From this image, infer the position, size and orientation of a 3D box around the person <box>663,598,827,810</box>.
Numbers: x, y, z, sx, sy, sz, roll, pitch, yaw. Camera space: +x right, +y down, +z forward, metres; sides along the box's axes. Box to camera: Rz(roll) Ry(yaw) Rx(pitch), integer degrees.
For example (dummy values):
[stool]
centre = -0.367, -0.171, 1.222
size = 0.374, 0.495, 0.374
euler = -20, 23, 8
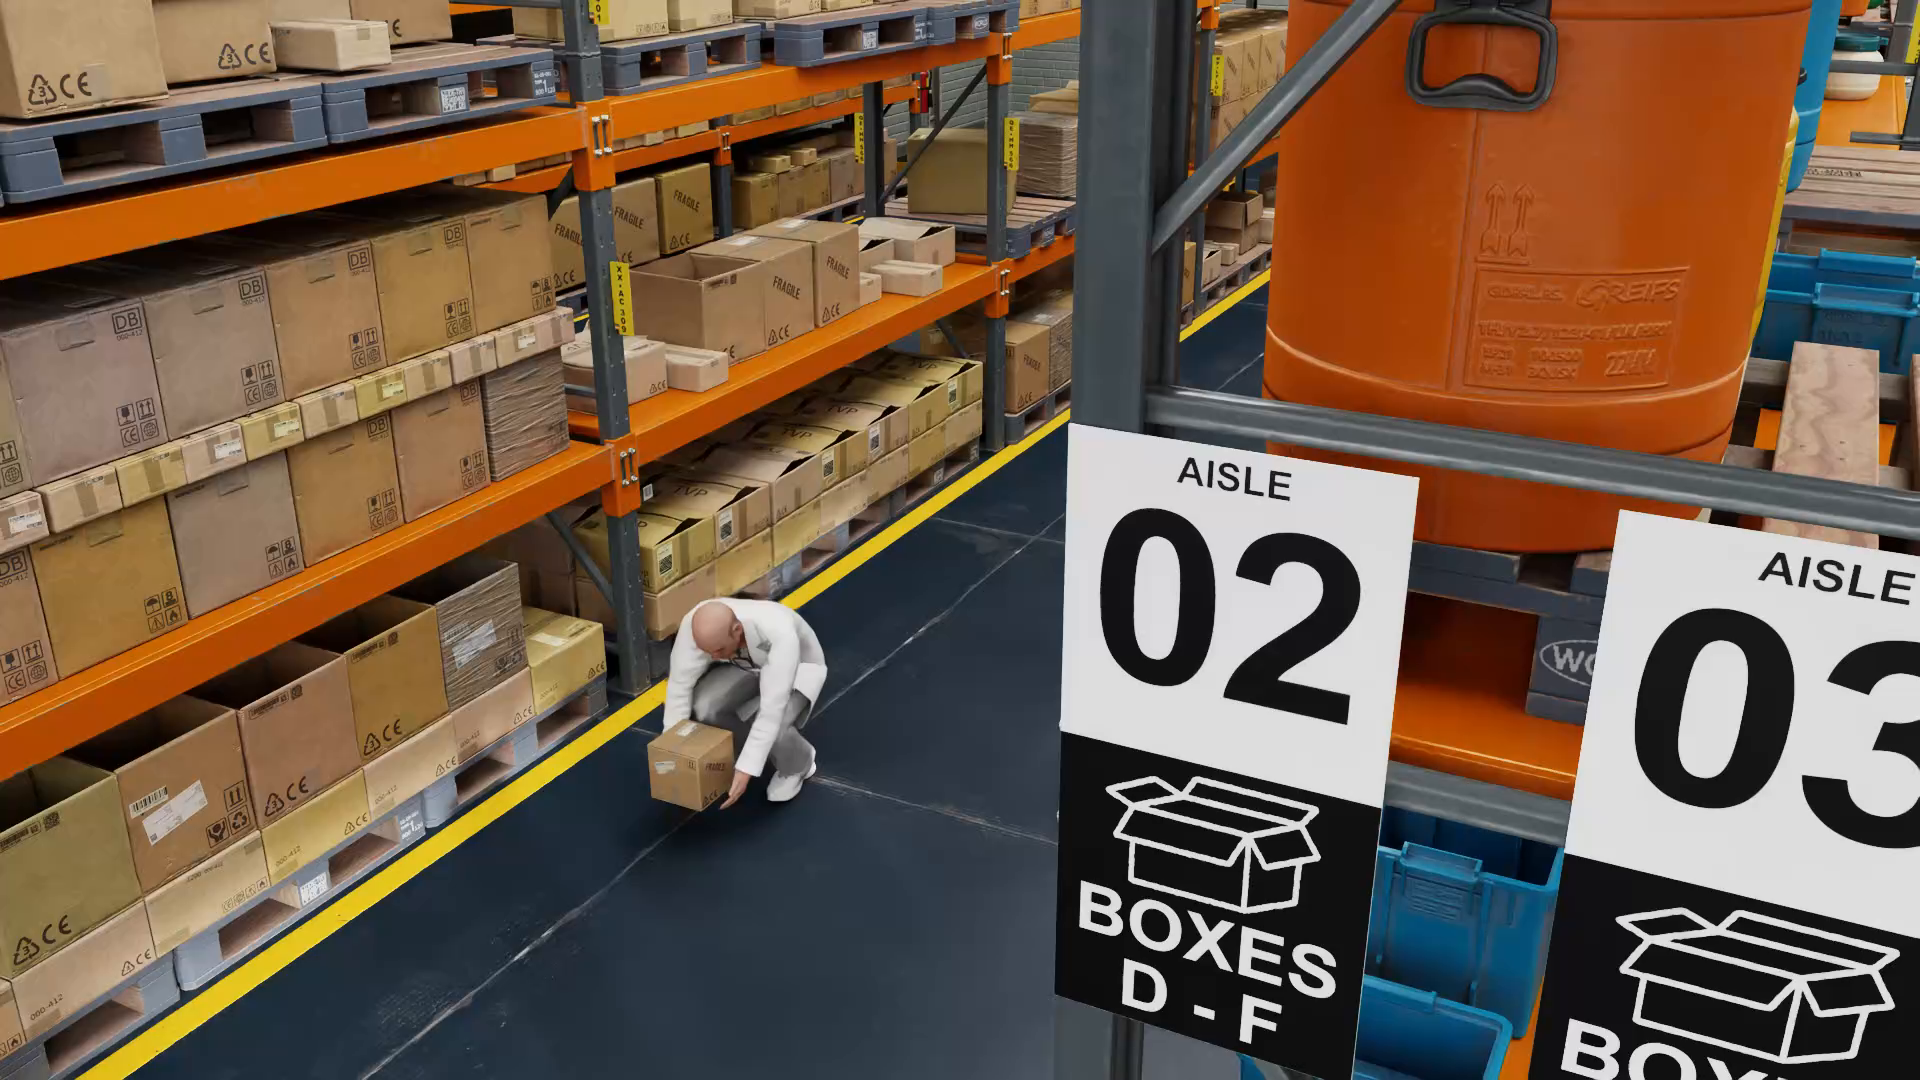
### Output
[person]
centre = -0.897, 0.636, 7.075
size = 0.607, 1.015, 0.905
euler = 11, 25, 26
